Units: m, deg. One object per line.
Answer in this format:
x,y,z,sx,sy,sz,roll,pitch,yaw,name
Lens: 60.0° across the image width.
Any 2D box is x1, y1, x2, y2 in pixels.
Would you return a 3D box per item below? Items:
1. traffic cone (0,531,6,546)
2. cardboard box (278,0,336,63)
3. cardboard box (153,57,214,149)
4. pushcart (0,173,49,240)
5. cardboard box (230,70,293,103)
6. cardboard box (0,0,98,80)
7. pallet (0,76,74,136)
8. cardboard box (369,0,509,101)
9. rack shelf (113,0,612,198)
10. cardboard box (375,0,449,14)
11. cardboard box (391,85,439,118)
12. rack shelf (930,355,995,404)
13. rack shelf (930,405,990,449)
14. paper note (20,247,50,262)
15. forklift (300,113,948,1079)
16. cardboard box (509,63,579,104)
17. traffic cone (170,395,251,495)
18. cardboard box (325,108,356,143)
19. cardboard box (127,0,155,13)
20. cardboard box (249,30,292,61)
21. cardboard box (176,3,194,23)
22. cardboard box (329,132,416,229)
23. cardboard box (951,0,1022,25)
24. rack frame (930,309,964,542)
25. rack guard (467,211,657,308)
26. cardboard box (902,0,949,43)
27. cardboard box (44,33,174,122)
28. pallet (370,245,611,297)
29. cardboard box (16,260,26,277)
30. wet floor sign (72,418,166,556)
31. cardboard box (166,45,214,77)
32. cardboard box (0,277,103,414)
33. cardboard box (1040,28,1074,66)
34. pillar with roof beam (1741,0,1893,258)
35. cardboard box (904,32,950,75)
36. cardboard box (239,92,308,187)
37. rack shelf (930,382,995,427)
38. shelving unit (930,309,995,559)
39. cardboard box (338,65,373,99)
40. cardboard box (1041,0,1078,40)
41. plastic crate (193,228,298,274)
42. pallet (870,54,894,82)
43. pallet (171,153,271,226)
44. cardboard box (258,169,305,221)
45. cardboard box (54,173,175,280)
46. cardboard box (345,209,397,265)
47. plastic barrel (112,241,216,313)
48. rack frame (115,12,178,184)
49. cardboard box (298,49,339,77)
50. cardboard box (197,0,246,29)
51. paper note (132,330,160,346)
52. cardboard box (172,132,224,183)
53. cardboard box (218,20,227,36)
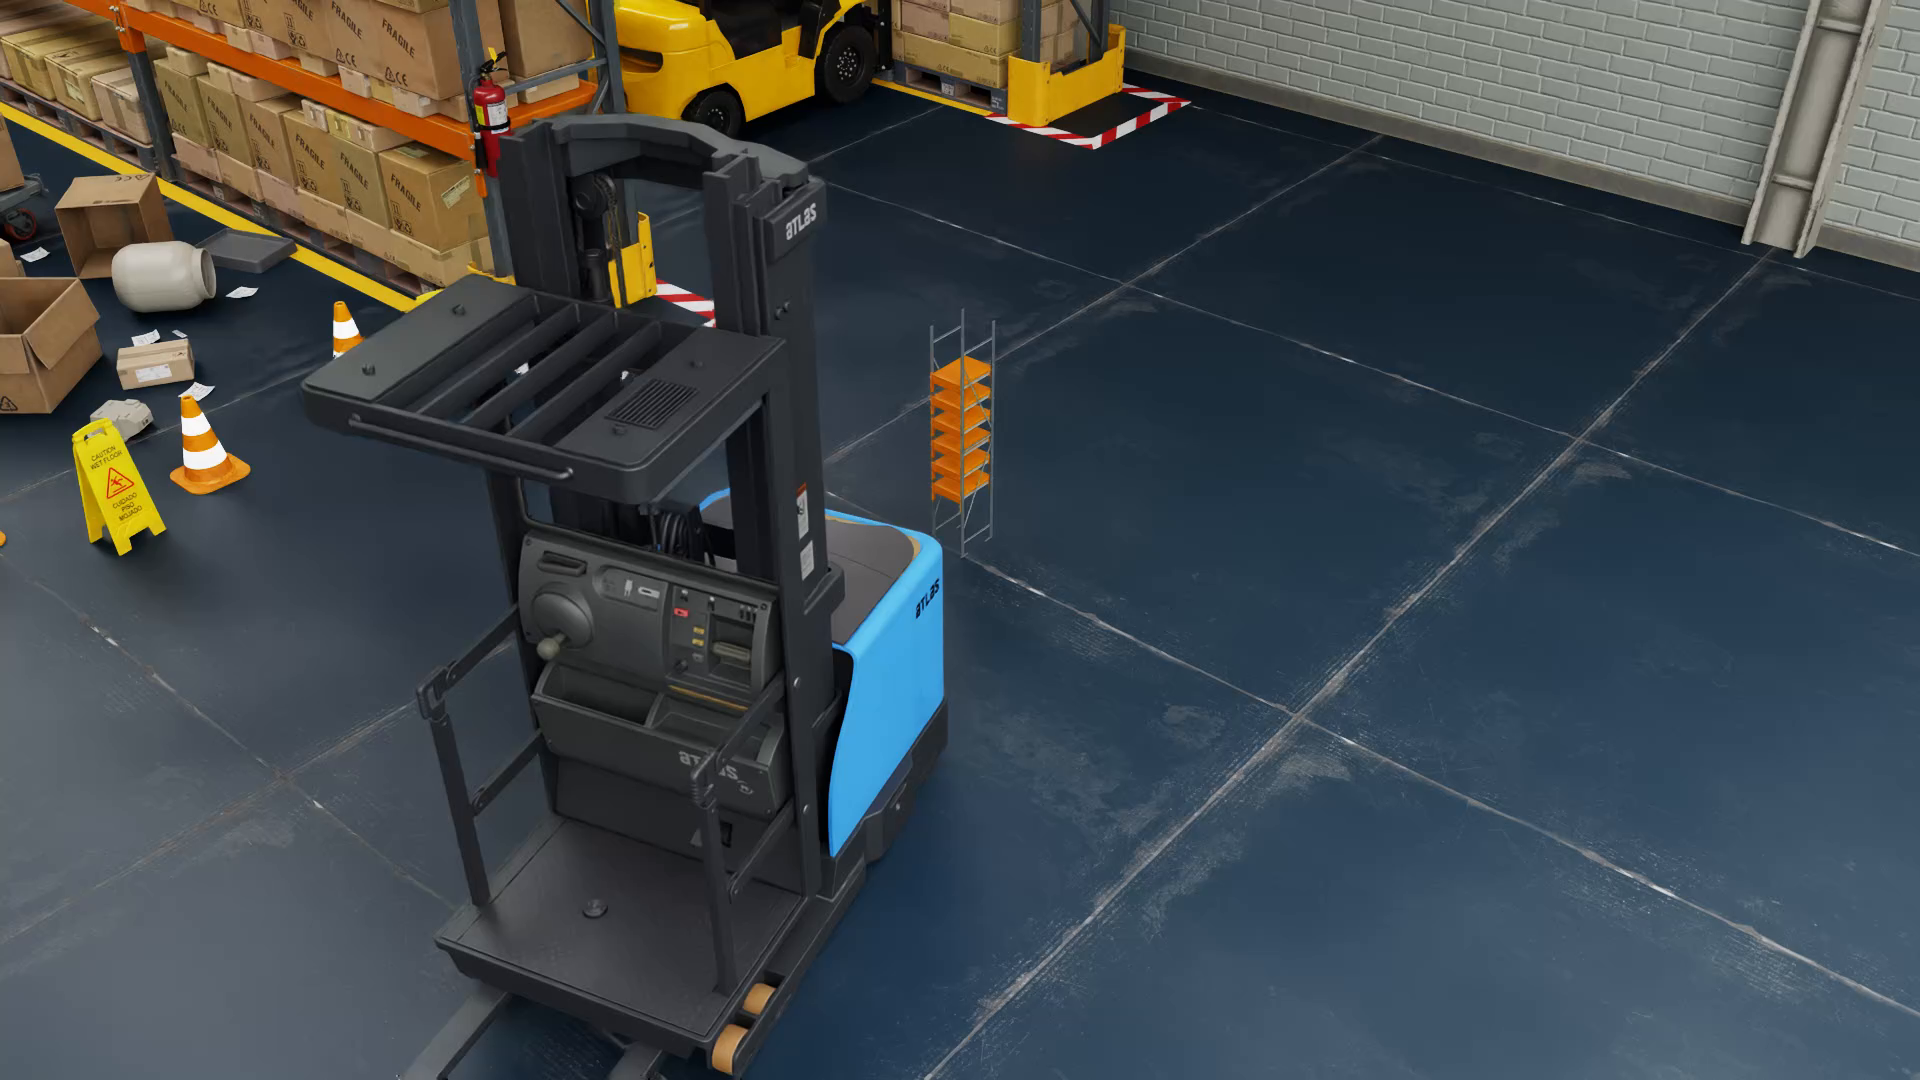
-4.929,-0.169,8.087,0.334,0.463,0.336,25,42,32,traffic cone
-3.697,-3.201,9.911,0.500,0.500,0.500,25,42,32,cardboard box
-5.133,-3.061,11.453,0.500,0.500,0.500,27,43,34,cardboard box
-6.834,-1.953,10.760,0.936,0.377,1.648,12,36,16,pushcart
-4.471,-2.976,10.756,0.250,0.149,0.380,28,43,34,cardboard box
-7.488,-4.110,13.535,0.625,0.372,0.950,24,41,31,cardboard box
-6.955,-3.617,13.331,1.213,0.211,1.003,25,42,32,pallet
-2.933,-2.835,9.378,0.500,0.500,0.500,24,41,31,cardboard box
-3.877,-3.023,10.637,4.000,0.370,1.077,25,42,32,rack shelf
-2.872,-3.261,9.114,0.500,0.500,0.700,24,41,31,cardboard box
-3.030,-2.577,9.575,0.250,0.149,0.380,25,42,31,cardboard box
0.011,-0.749,7.724,0.180,0.103,0.258,25,42,32,rack shelf
0.011,-0.552,7.860,0.180,0.103,0.258,25,42,32,rack shelf
-6.098,-1.885,10.968,0.142,0.019,0.148,25,42,32,paper note
-1.106,0.318,5.198,1.130,2.935,3.031,14,37,19,forklift
-2.469,-2.704,9.760,0.250,0.149,0.380,25,42,32,cardboard box
-3.945,-0.537,8.624,0.334,0.463,0.336,25,42,32,traffic cone
-3.639,-2.584,10.185,0.250,0.149,0.380,26,42,33,cardboard box
-5.377,-3.686,11.190,0.250,0.149,0.380,25,42,32,cardboard box
-4.188,-3.140,10.394,0.250,0.149,0.380,25,42,32,cardboard box
-4.926,-3.534,10.969,0.250,0.149,0.380,25,42,32,cardboard box
-3.526,-2.308,10.356,0.500,0.500,0.500,27,43,33,cardboard box
0.280,-4.239,12.947,0.500,0.250,0.500,27,43,33,cardboard box
-0.059,-0.523,7.951,0.006,1.200,0.240,25,42,32,rack frame
-2.398,-1.592,10.126,0.348,0.500,1.175,25,42,32,rack guard
-0.120,-4.228,13.373,0.500,0.250,0.500,25,42,31,cardboard box
-6.373,-3.581,12.765,0.625,0.372,0.950,28,43,34,cardboard box
-3.000,-1.782,10.659,1.213,0.211,1.003,25,42,32,pallet
-6.161,-1.688,10.473,0.396,0.266,0.258,0,34,0,cardboard box
-4.140,-0.285,8.095,0.232,0.644,0.267,18,38,24,wet floor sign
-5.076,-3.257,11.166,0.250,0.149,0.380,26,42,32,cardboard box
-5.310,-1.100,9.408,0.637,0.503,0.797,0,34,0,cardboard box
0.581,-4.058,13.568,0.500,0.250,0.500,25,42,32,cardboard box
2.731,-3.827,5.873,0.400,9.000,9.100,25,42,32,pillar with roof beam
-0.106,-4.012,13.501,0.500,0.250,0.500,25,42,32,cardboard box
-4.317,-2.684,10.904,0.500,0.500,0.500,28,43,34,cardboard box
0.011,-0.651,7.792,0.180,0.103,0.258,25,42,32,rack shelf
0.011,-0.489,7.903,0.189,1.200,0.258,25,42,32,shelving unit
-3.430,-2.759,9.840,0.250,0.149,0.380,26,42,33,cardboard box
0.605,-4.262,13.423,0.500,0.250,0.500,26,42,33,cardboard box
-4.732,-1.915,10.967,0.583,0.080,0.402,12,36,16,plastic crate
-0.715,-4.307,14.335,1.213,0.211,1.003,25,42,32,pallet
-4.875,-2.666,11.946,1.213,0.211,1.003,25,42,32,pallet
-4.306,-2.373,11.113,0.500,0.250,0.500,25,41,31,cardboard box
-5.461,-2.034,10.768,0.500,0.500,0.500,-6,35,-8,cardboard box
-3.526,-2.001,10.572,0.500,0.250,0.500,25,42,32,cardboard box
-4.896,-1.622,10.238,0.512,0.421,0.421,-6,35,-8,plastic barrel
-5.414,-4.044,11.488,0.127,3.000,1.000,25,42,32,rack frame
-3.792,-2.966,10.142,0.250,0.149,0.380,25,42,31,cardboard box
-4.476,-3.568,10.444,0.500,0.500,0.500,25,42,31,cardboard box
-4.897,-1.215,10.003,0.148,0.019,0.142,-18,38,-25,paper note
-5.133,-2.752,11.666,0.500,0.250,0.500,23,41,30,cardboard box
-4.533,-3.347,10.696,0.250,0.149,0.380,25,42,32,cardboard box
